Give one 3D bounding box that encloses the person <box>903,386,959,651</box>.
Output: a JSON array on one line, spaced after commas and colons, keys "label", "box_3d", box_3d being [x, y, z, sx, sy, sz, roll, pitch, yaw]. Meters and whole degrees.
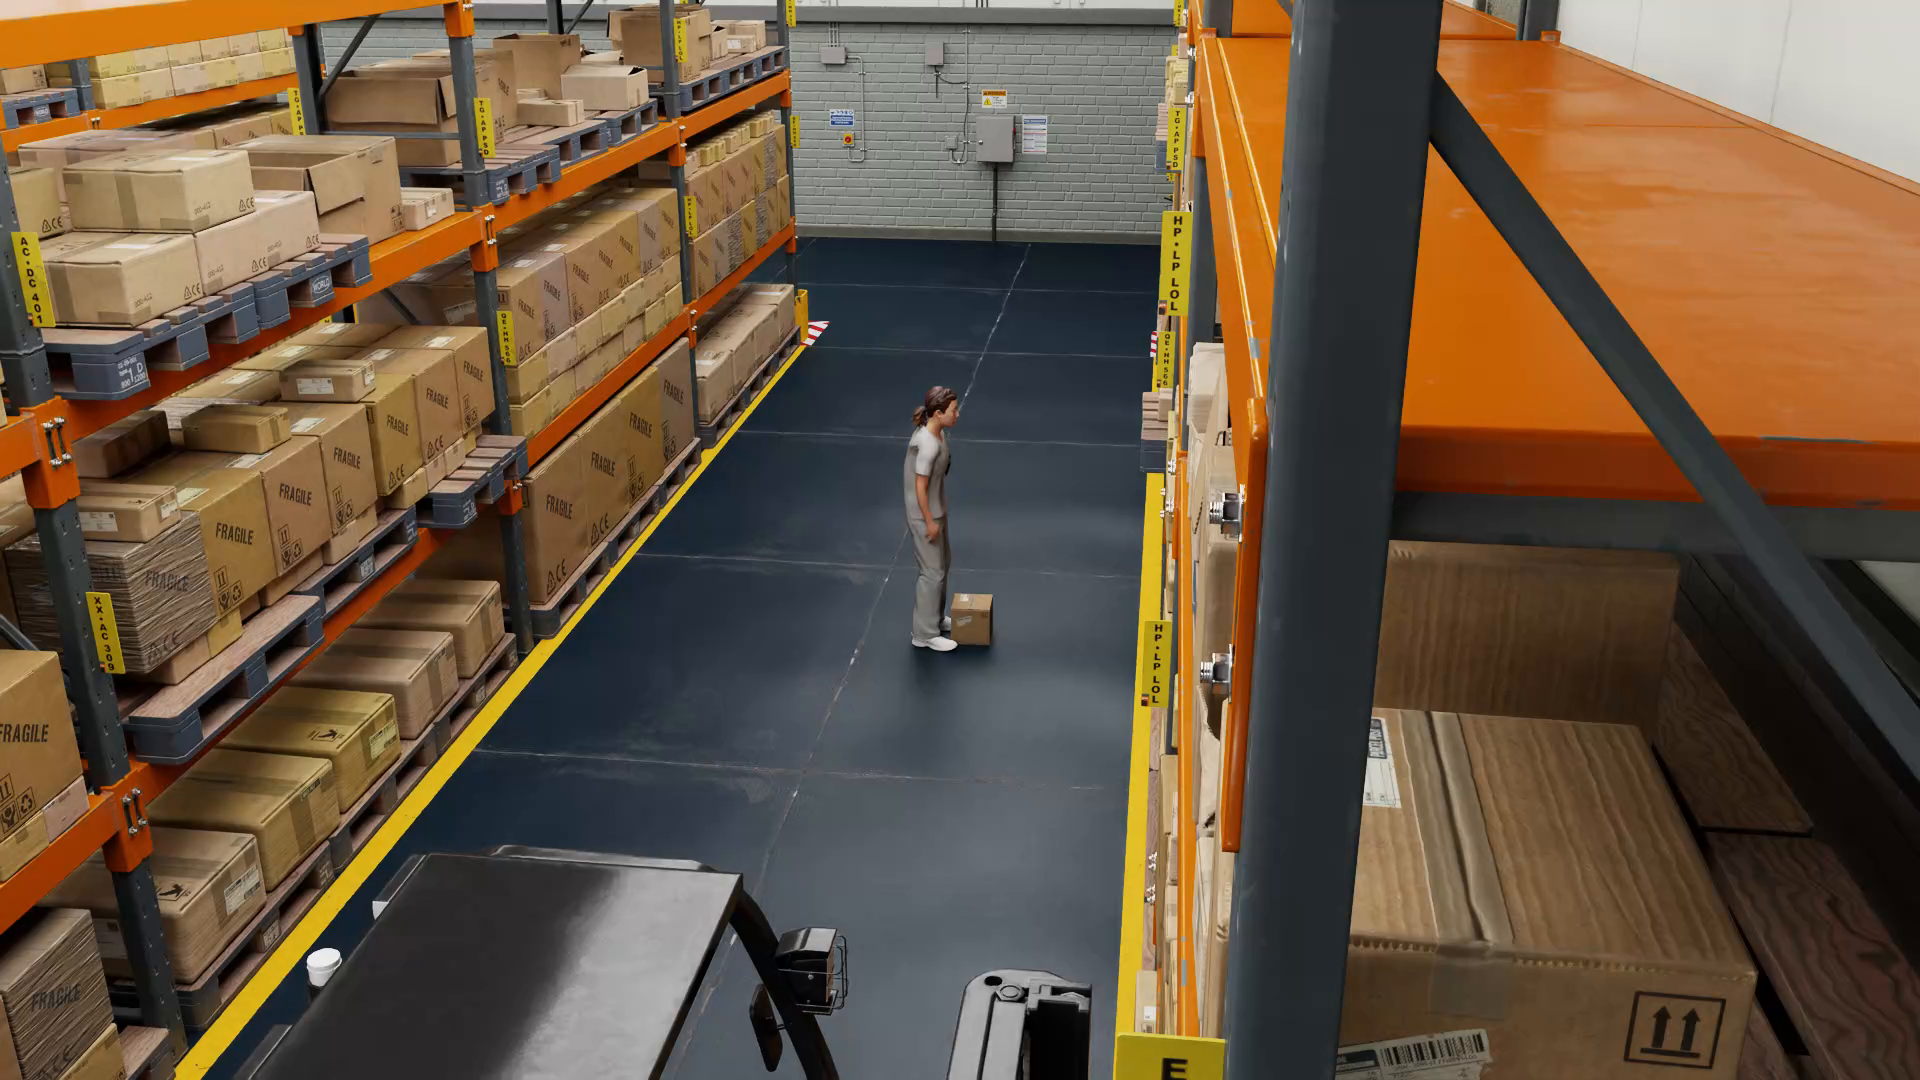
[{"label": "person", "box_3d": [-0.171, -0.157, 10.490, 0.360, 1.672, 0.485, 3, 21, 7]}]
